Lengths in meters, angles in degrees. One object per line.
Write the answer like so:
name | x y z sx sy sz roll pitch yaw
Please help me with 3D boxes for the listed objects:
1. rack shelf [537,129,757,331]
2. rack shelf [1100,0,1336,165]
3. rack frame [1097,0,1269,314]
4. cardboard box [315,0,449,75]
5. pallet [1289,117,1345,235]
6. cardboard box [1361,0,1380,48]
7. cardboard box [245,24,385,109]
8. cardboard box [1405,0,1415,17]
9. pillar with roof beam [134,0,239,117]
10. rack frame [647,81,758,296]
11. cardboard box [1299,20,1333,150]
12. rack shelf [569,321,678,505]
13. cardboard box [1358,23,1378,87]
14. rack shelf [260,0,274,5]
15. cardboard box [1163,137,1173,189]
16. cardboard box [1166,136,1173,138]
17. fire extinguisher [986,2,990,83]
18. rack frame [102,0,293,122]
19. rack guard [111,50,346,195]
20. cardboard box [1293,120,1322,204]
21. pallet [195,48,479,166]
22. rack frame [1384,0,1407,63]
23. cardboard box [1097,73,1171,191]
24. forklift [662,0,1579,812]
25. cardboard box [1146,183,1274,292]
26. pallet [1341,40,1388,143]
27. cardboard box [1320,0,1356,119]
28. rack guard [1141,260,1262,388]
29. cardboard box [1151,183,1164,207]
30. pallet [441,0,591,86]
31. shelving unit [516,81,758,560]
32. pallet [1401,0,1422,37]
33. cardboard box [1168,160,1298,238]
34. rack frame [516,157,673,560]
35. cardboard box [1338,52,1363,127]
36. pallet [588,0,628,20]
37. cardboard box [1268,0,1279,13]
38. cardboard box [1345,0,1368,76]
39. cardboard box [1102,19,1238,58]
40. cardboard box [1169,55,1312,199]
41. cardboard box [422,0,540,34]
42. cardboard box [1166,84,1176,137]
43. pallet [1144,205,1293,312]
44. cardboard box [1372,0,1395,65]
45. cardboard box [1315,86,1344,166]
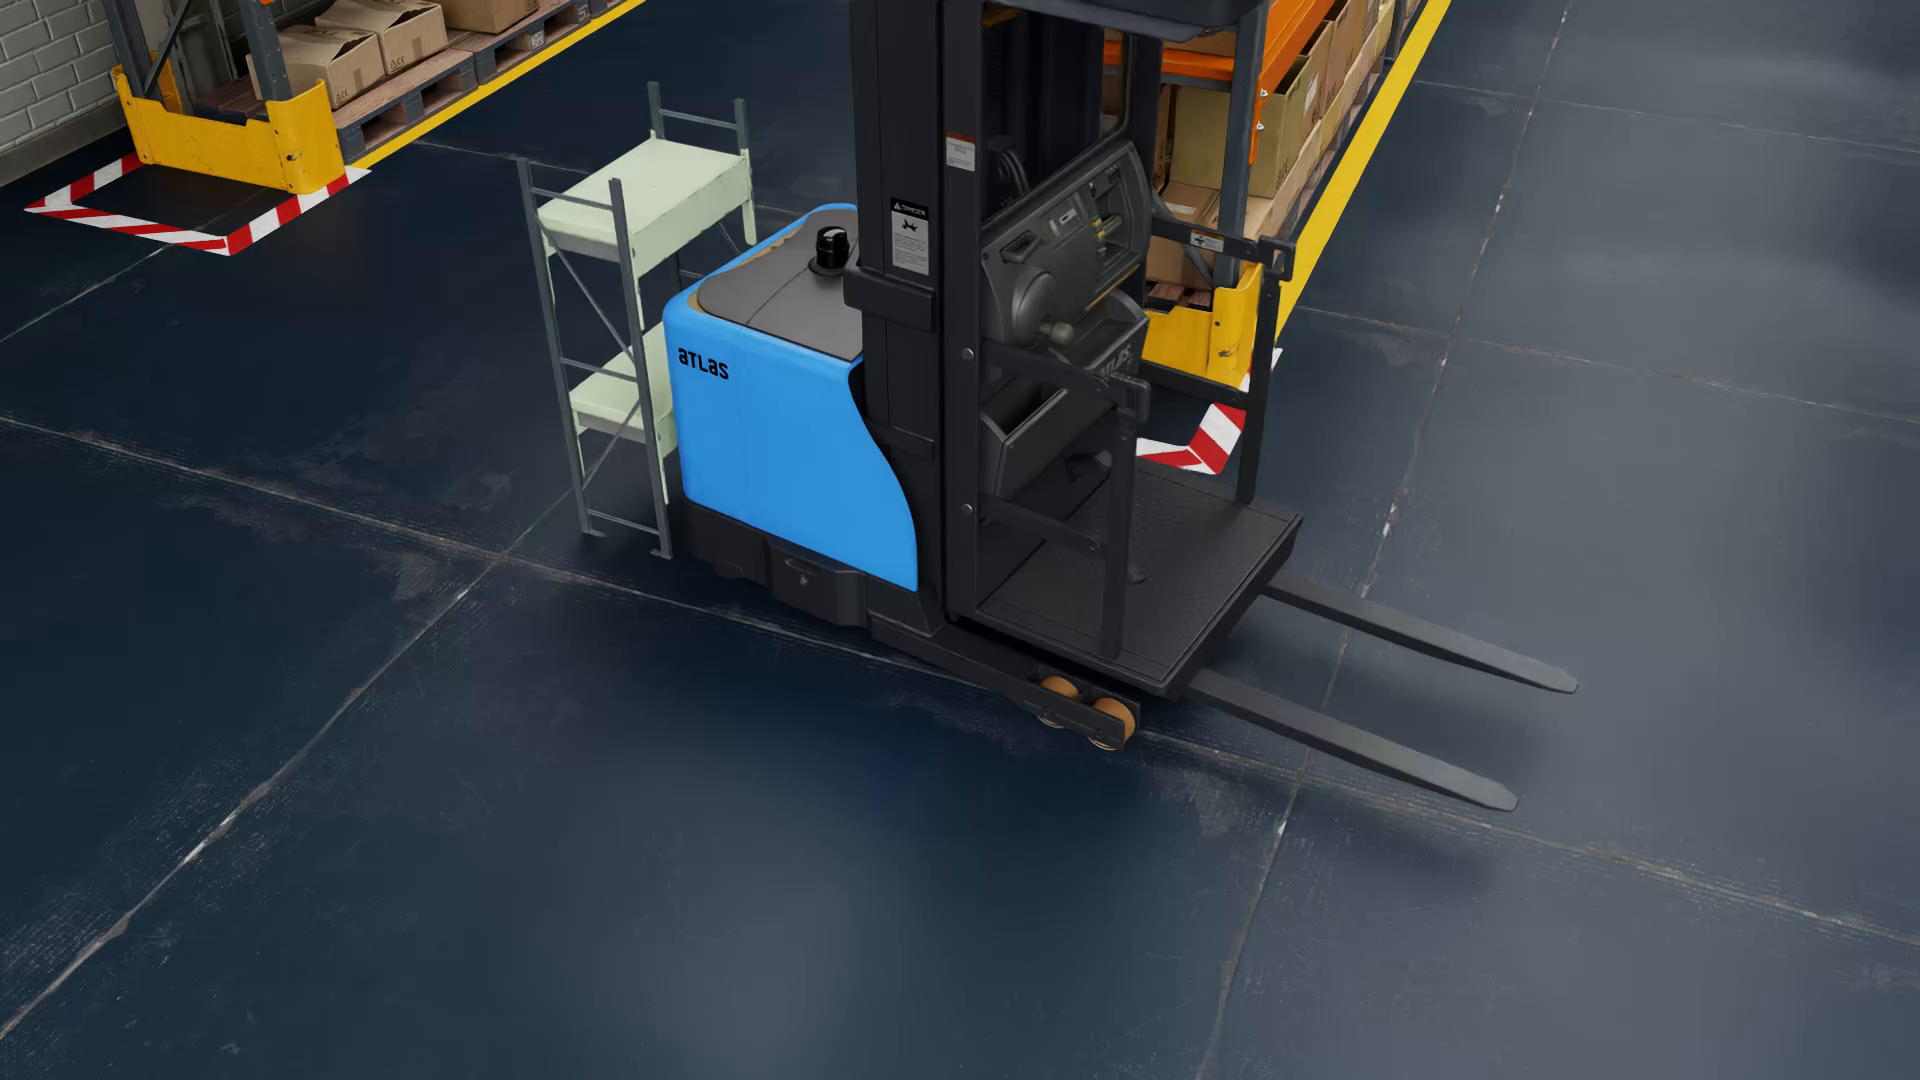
rack shelf | -1.092 -1.096 5.809 0.431 0.370 0.720 16 40 21
rack shelf | 1.451 -2.866 8.180 1.077 0.370 4.000 14 39 18
rack frame | 0.691 -2.047 6.483 1.000 3.000 0.127 14 39 18
cardboard box | -3.329 -2.951 9.571 0.500 0.311 0.500 17 40 21
pallet | 1.408 -2.036 8.798 1.003 0.211 1.213 14 39 18
cardboard box | 2.037 -3.048 9.142 0.500 0.500 0.500 14 39 18
cardboard box | -3.546 -2.635 9.148 0.500 0.311 0.500 10 38 13
cardboard box | 2.595 -3.495 10.367 0.500 0.250 0.500 13 39 17
pillar with roof beam | -0.444 -5.180 5.664 9.100 9.000 0.400 14 39 18
rack frame | -0.925 -0.979 6.303 0.400 1.500 0.023 16 40 21
cardboard box | 1.467 -2.217 8.031 0.500 0.500 0.500 14 39 18
rack shelf | -1.086 -0.521 6.235 0.431 0.370 0.720 16 40 21
cardboard box | 2.039 -2.747 9.366 0.500 0.250 0.500 14 39 18
rack shelf | -3.131 -3.992 9.687 1.077 0.370 4.000 14 39 18
cardboard box | 0.800 -1.757 8.042 0.500 0.250 0.500 14 39 18
cardboard box | 0.989 -2.035 8.413 0.500 0.250 0.500 14 39 18
fire extinguisher | 0.216 -2.056 6.560 0.296 0.674 0.183 14 39 18
rack frame | -3.892 -3.173 7.990 1.000 3.000 0.127 14 39 18
rack guard | -3.863 -2.214 8.795 1.175 0.500 0.348 14 39 18
cardboard box | 1.478 -1.914 8.252 0.500 0.250 0.500 14 39 18
pallet | -3.521 -2.540 9.472 1.003 0.211 1.213 14 39 18
rack frame | 2.212 -4.261 9.446 1.000 3.000 0.127 14 39 18
cardboard box | 0.619 -1.779 7.444 0.500 0.500 0.500 14 39 18
forklift | 0.510 -0.864 4.958 3.031 2.935 1.130 21 42 26
cardboard box | 1.100 -1.360 7.510 0.500 0.250 0.500 14 39 18
pallet | 1.871 -2.714 9.704 1.003 0.211 1.213 14 39 18
cardboard box | 1.673 -2.490 8.396 0.500 0.500 0.500 14 39 18
rack guard | 0.681 -1.032 7.214 1.175 0.500 0.348 14 39 18
cardboard box | 0.621 -1.478 7.668 0.500 0.250 0.500 14 39 18
pallet | -3.056 -3.213 10.373 1.003 0.211 1.213 14 39 18
shelving unit | -1.088 -0.783 6.041 0.431 1.500 0.755 16 40 21
pallet | 2.457 -3.561 10.838 1.003 0.211 1.213 14 39 18
cardboard box | 1.287 -1.638 7.881 0.500 0.250 0.500 14 39 18
rack frame | -1.252 -0.587 5.778 0.400 1.500 0.023 16 40 21
cardboard box | 1.862 -2.467 8.991 0.500 0.250 0.500 14 39 18
pallet | -2.593 -3.891 11.279 1.003 0.211 1.213 14 39 18
cardboard box | 1.075 -2.634 7.185 0.700 0.500 0.500 15 39 19
cardboard box | 1.850 -2.770 8.770 0.500 0.500 0.500 14 39 18
cardboard box | 0.880 -2.342 6.795 0.700 0.500 0.500 14 39 18
cardboard box | 1.289 -1.938 7.656 0.500 0.500 0.500 14 39 18
cardboard box | -3.003 -3.421 10.042 0.700 0.500 0.500 11 38 15
cardboard box | 0.986 -2.336 8.189 0.500 0.500 0.500 14 39 18
pallet | 0.943 -1.363 7.897 1.003 0.211 1.213 14 39 18
cardboard box | 2.238 -3.022 9.733 0.500 0.250 0.500 14 39 18
cardboard box | 1.673 -2.190 8.620 0.500 0.250 0.500 14 39 18
